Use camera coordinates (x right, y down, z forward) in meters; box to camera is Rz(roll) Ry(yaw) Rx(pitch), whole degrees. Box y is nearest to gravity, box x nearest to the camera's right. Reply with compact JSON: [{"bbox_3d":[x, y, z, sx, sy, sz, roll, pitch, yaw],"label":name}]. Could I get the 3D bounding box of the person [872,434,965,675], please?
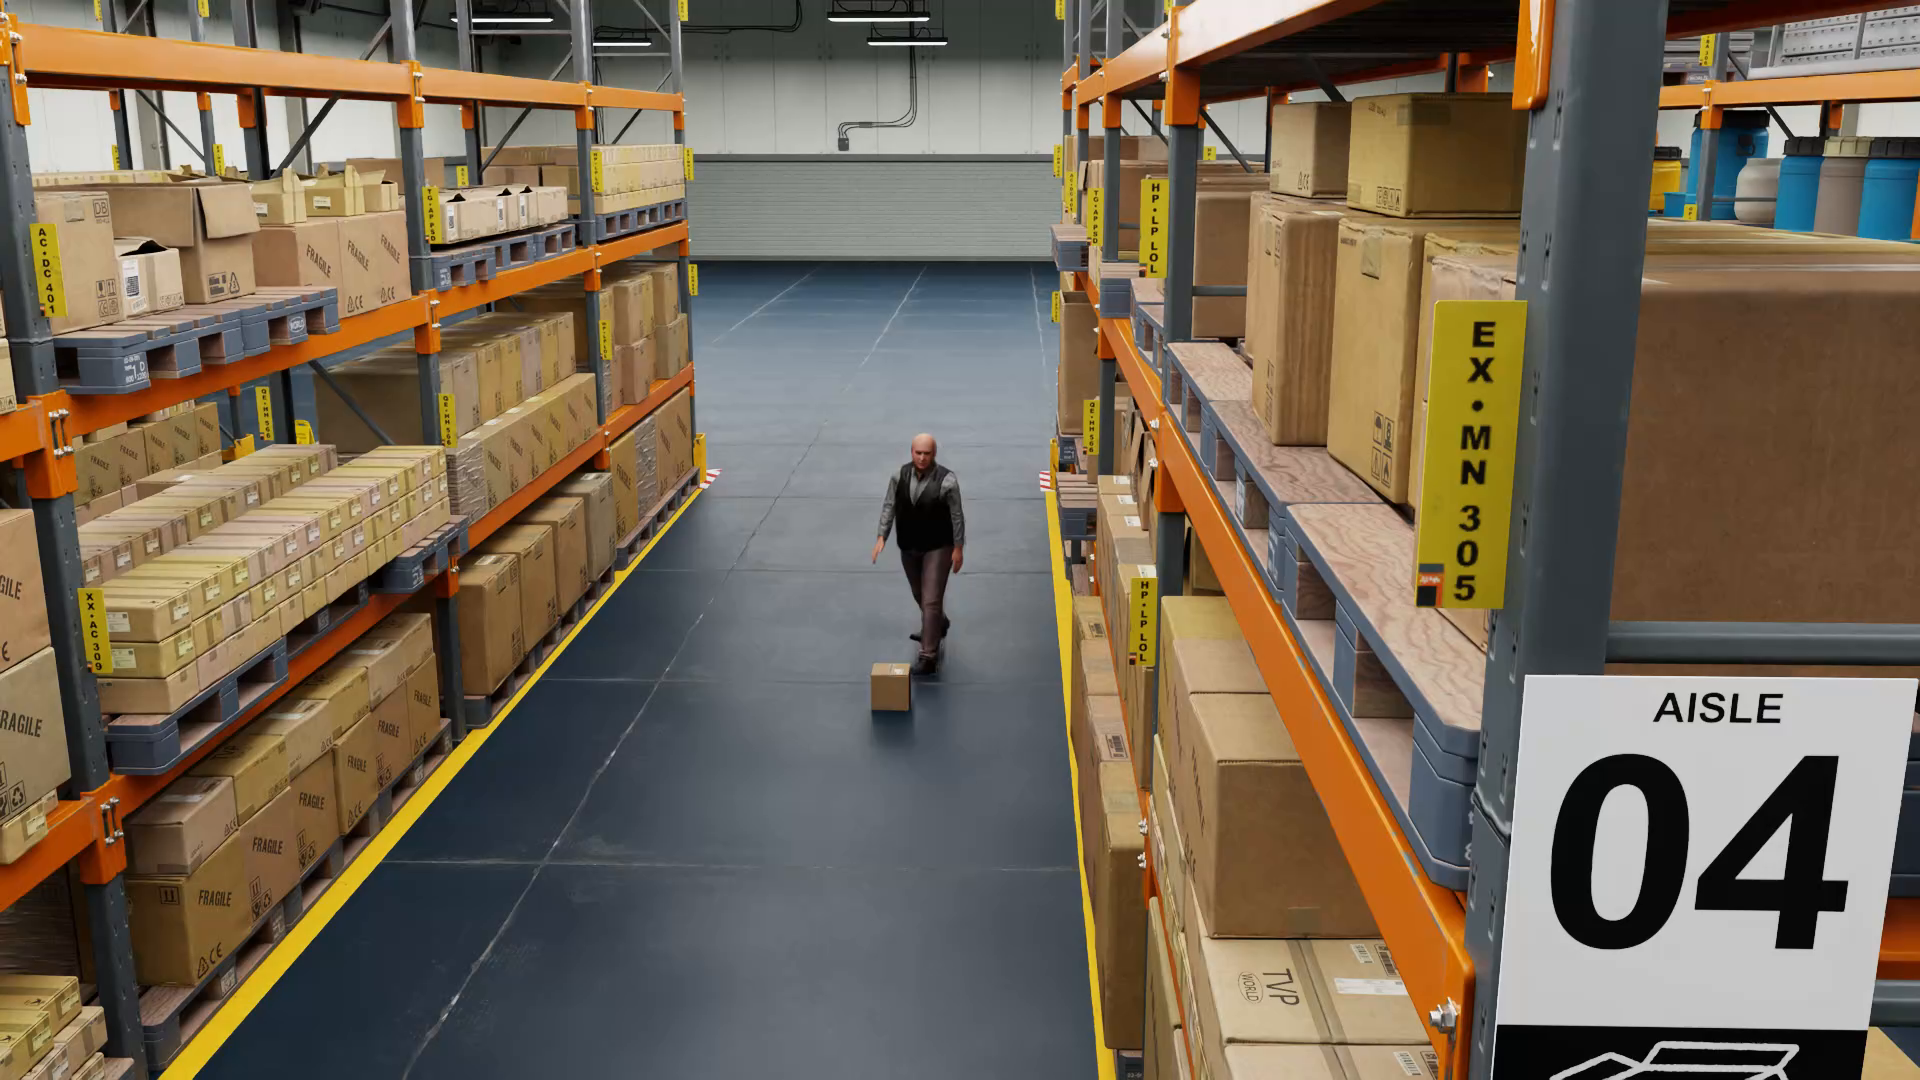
[{"bbox_3d":[-0.271,0.057,11.860,0.570,1.678,0.982,8,16,30],"label":"person"}]
